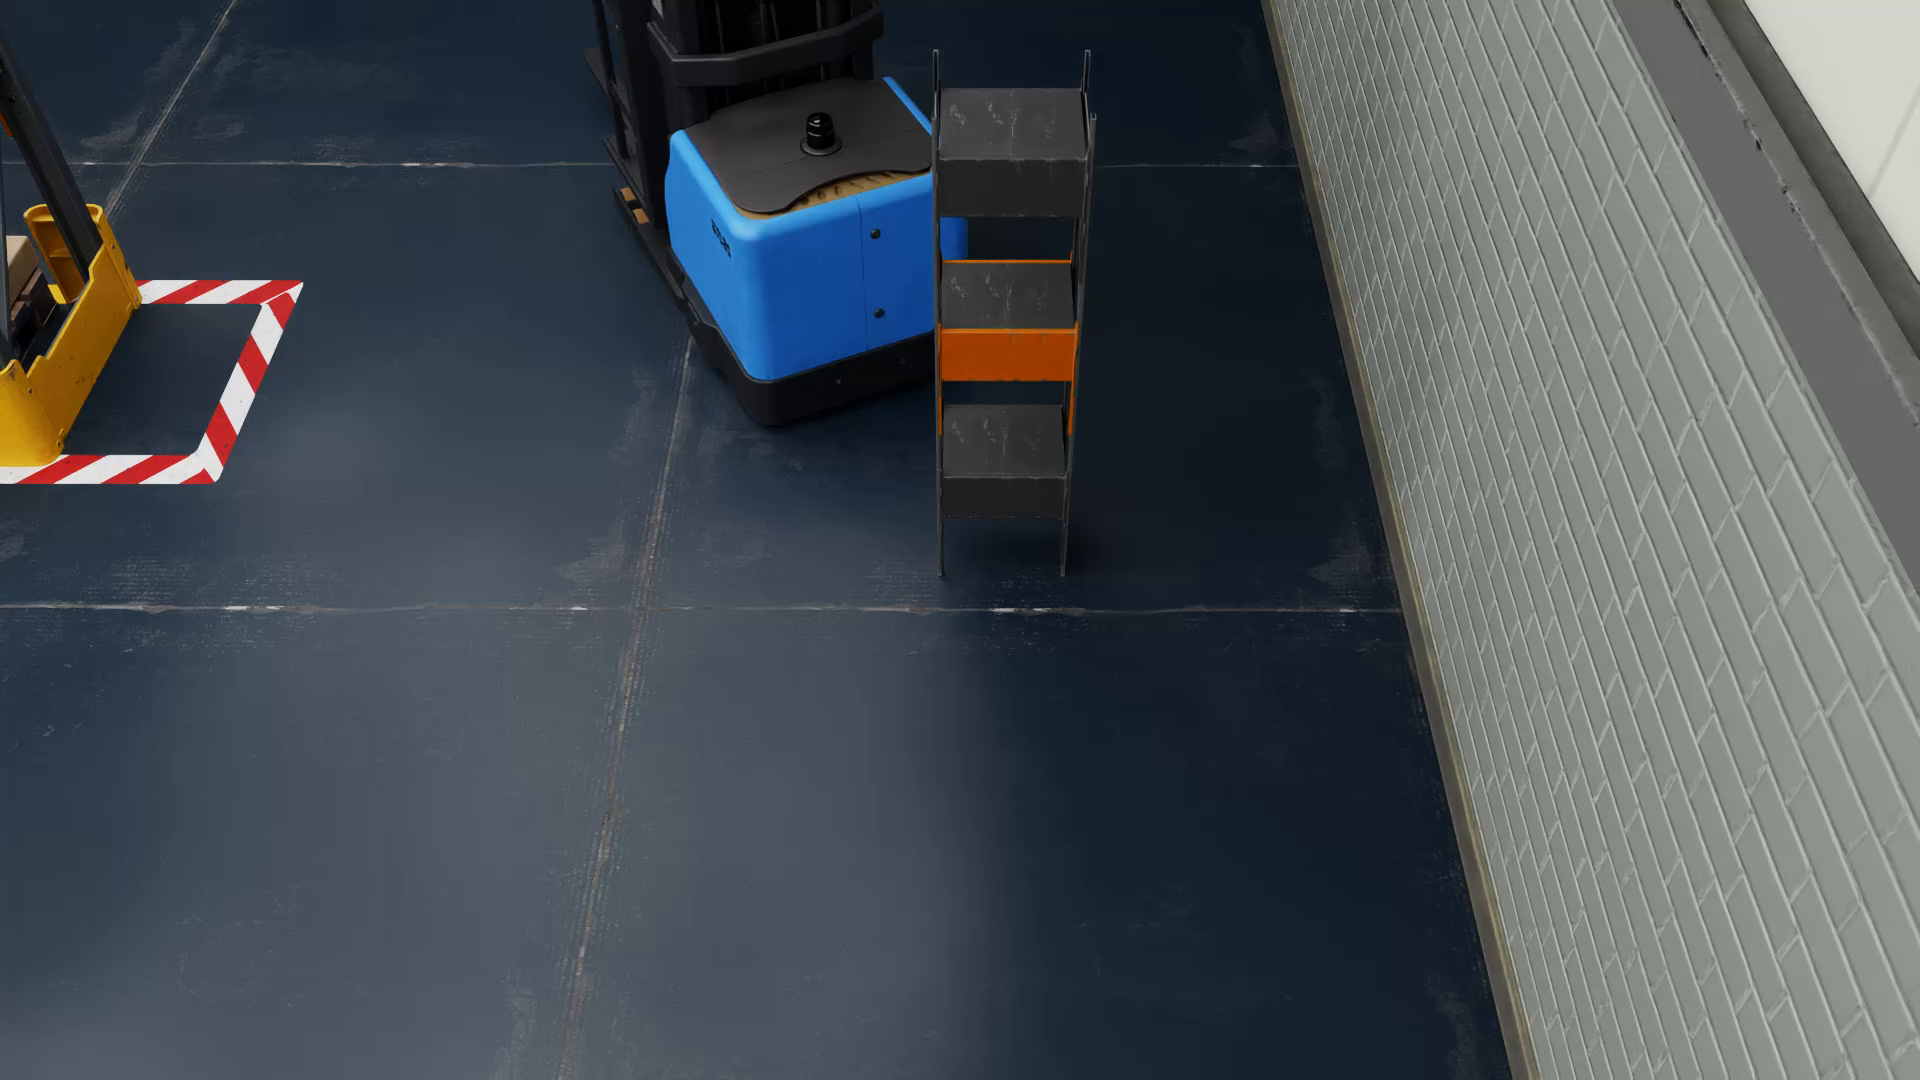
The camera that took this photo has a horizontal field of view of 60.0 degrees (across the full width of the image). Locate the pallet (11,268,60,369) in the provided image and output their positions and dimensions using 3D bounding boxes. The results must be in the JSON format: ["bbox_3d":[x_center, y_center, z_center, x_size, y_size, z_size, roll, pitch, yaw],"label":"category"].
[{"bbox_3d":[-4.805,-0.812,7.362,1.213,0.211,1.003,0,47,0],"label":"pallet"}]

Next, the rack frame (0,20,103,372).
[{"bbox_3d":[-3.931,-1.761,6.340,0.127,3.000,1.000,0,47,0],"label":"rack frame"}]

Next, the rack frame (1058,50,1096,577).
[{"bbox_3d":[0.410,-0.714,5.980,0.015,2.100,0.400,0,47,0],"label":"rack frame"}]

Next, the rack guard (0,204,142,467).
[{"bbox_3d":[-4.007,-0.910,7.255,0.348,0.500,1.175,0,47,0],"label":"rack guard"}]

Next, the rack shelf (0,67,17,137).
[{"bbox_3d":[-5.931,-1.521,6.608,4.000,0.370,1.077,0,47,0],"label":"rack shelf"}]

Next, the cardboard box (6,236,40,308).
[{"bbox_3d":[-4.349,-1.192,7.458,0.250,0.149,0.380,0,47,0],"label":"cardboard box"}]

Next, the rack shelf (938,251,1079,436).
[{"bbox_3d":[0.166,-0.706,5.991,0.480,0.518,0.431,0,47,0],"label":"rack shelf"}]

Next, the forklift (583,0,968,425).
[{"bbox_3d":[-1.050,-2.579,7.148,1.130,2.935,3.031,-20,50,-17],"label":"forklift"}]

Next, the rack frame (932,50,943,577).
[{"bbox_3d":[-0.078,-0.716,5.982,0.015,2.100,0.400,0,47,0],"label":"rack frame"}]

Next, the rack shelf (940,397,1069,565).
[{"bbox_3d":[0.166,-0.229,6.503,0.480,0.518,0.431,0,47,0],"label":"rack shelf"}]

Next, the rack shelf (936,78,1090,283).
[{"bbox_3d":[0.166,-1.183,5.479,0.480,0.518,0.431,0,47,0],"label":"rack shelf"}]

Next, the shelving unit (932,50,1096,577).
[{"bbox_3d":[0.166,-0.715,5.981,0.503,2.100,0.431,0,47,0],"label":"shelving unit"}]
